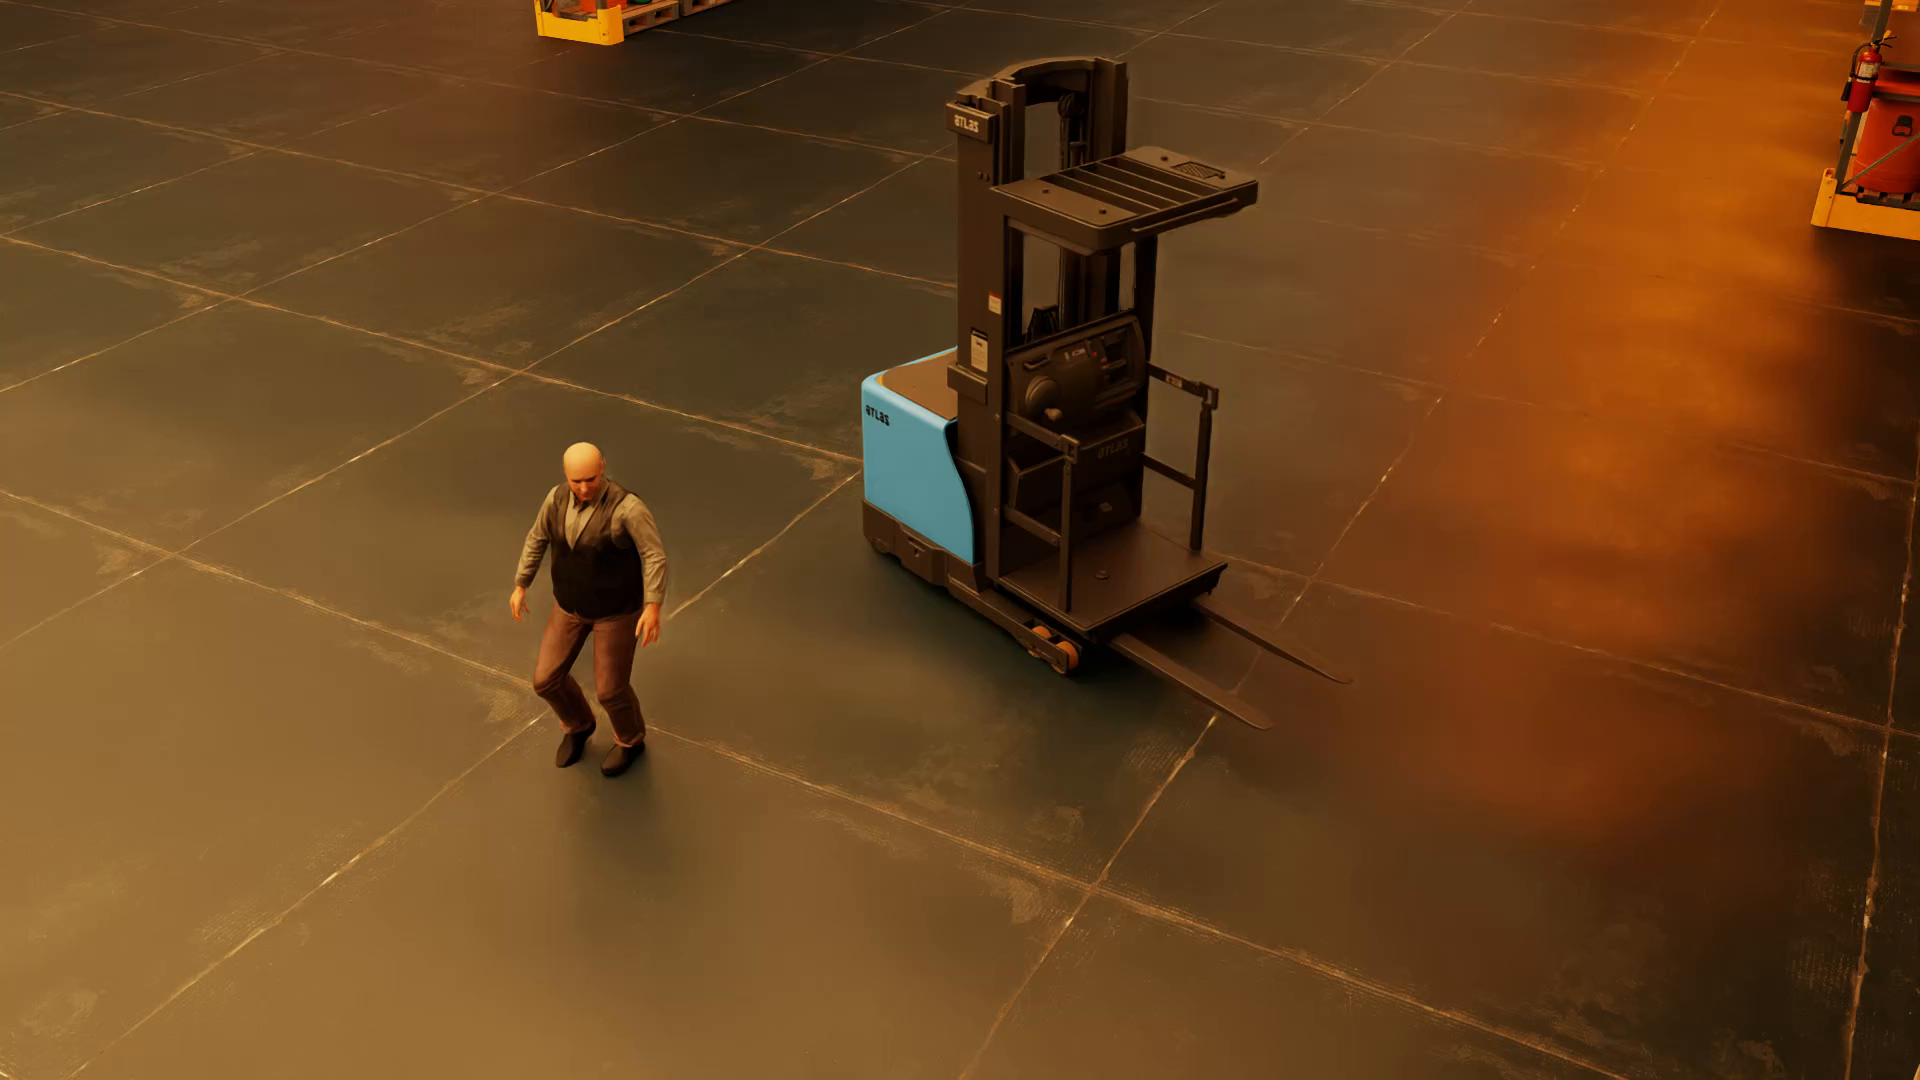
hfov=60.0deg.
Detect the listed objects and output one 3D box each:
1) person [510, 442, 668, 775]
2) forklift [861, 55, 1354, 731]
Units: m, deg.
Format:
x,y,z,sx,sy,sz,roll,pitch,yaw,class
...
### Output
x,y,z,sx,sy,sz,roll,pitch,yaw,class
-1.687,0.358,7.722,0.843,1.729,0.497,14,33,23,person
0.751,-0.851,8.544,1.130,2.935,3.031,-23,37,-34,forklift
